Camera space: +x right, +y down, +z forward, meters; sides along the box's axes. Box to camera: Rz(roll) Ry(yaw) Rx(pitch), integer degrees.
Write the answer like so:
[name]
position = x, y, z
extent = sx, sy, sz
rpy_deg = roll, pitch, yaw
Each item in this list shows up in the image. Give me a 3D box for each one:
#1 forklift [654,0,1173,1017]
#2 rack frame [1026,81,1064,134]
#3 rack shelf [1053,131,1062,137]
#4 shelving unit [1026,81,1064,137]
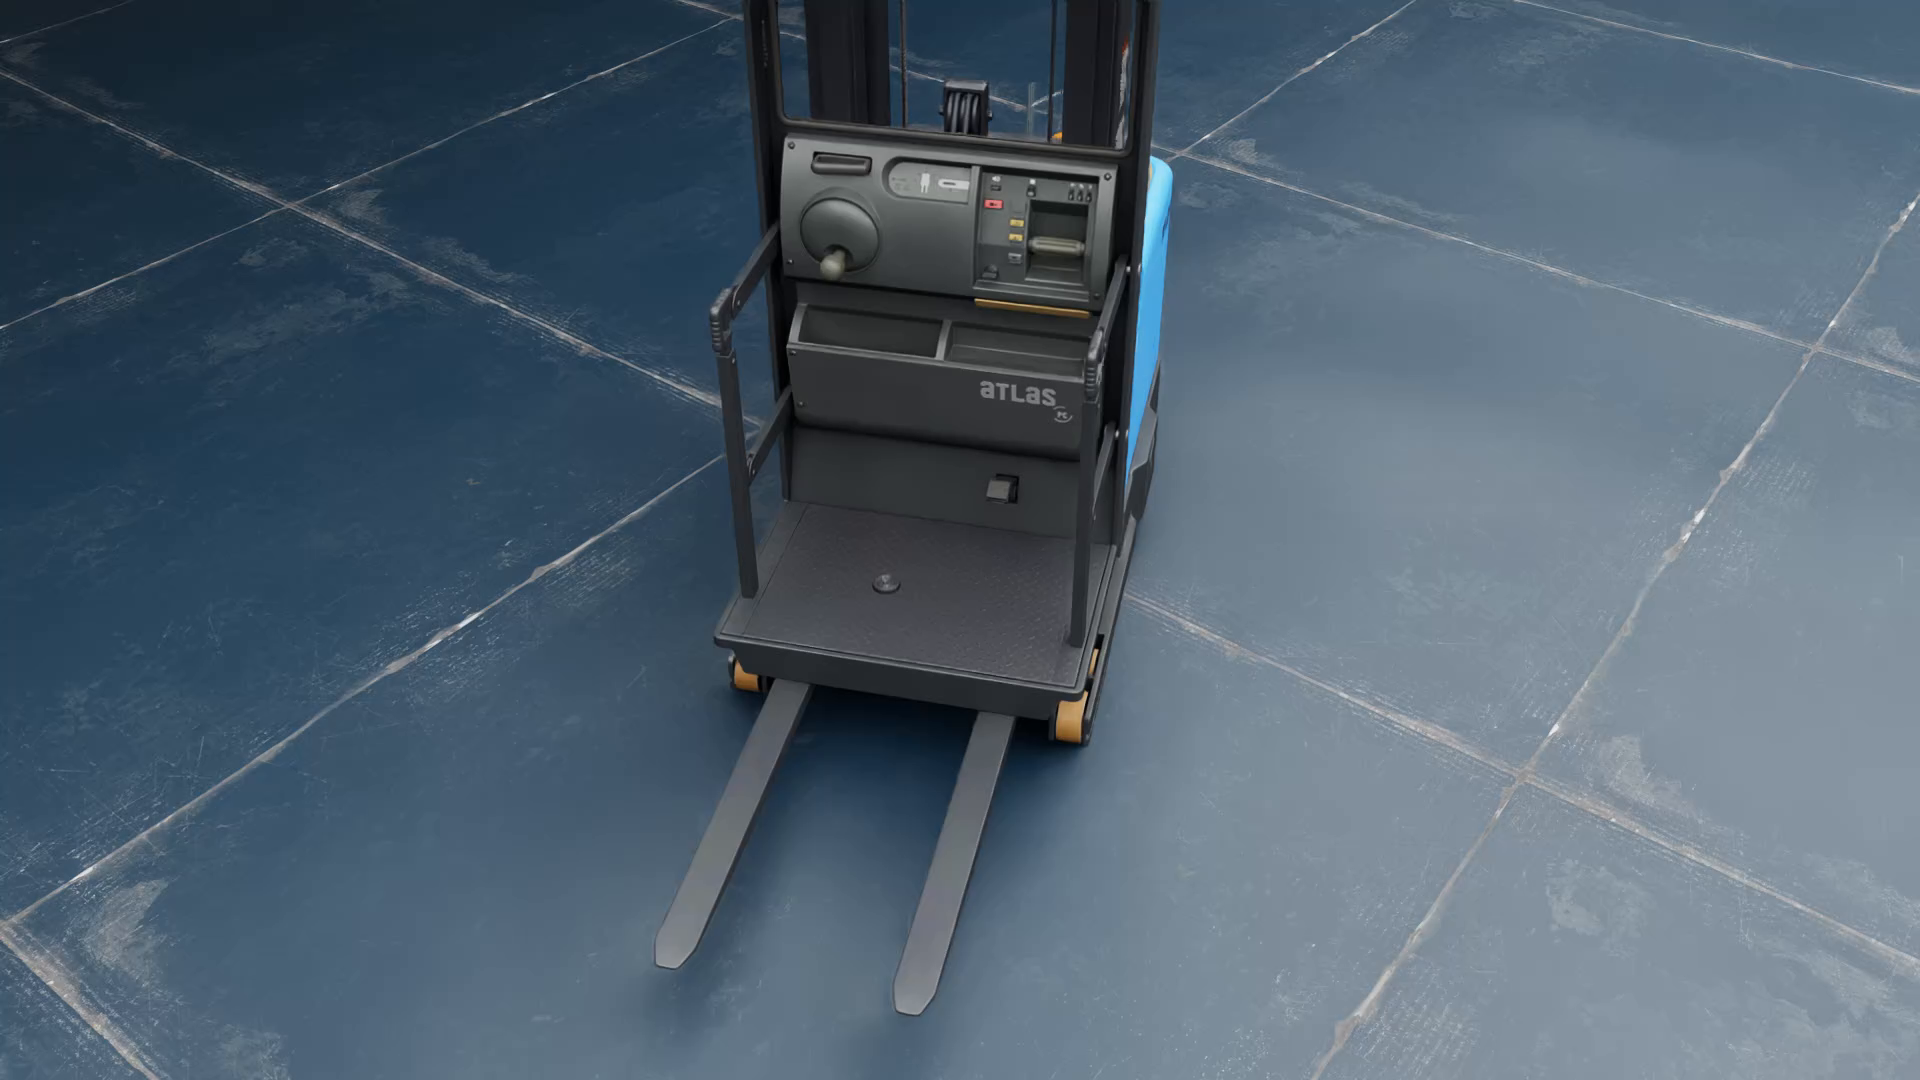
[forklift]
position = -0.086, -0.805, 4.400
extent = 1.130, 2.935, 3.031
rpy_deg = 8, 39, 10
[rack frame]
position = 0.310, -1.180, 6.277
extent = 0.006, 1.200, 0.240
rpy_deg = 28, 44, 31
[rack shelf]
position = 0.385, -1.396, 6.041
extent = 0.180, 0.103, 0.258
rpy_deg = 28, 44, 31
[shelving unit]
position = 0.379, -1.143, 6.230
extent = 0.189, 1.200, 0.258
rpy_deg = 28, 44, 31
